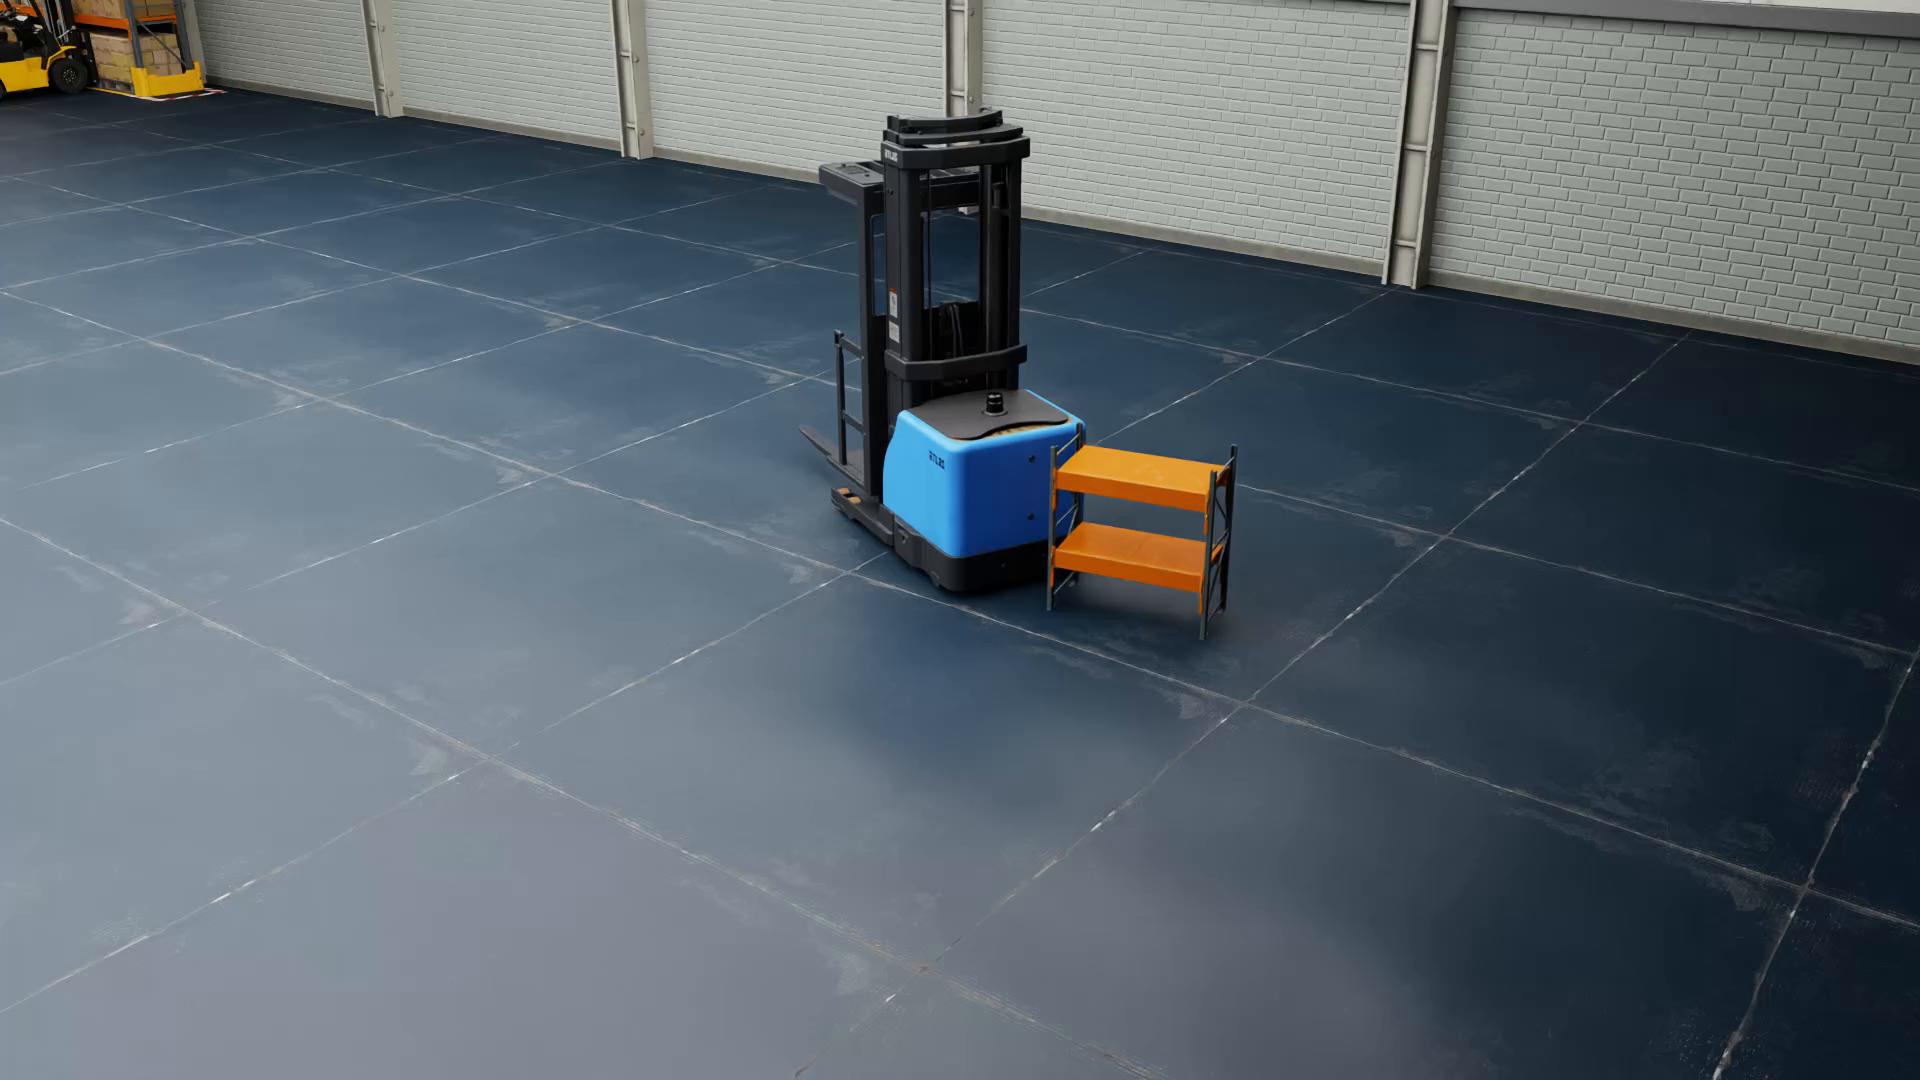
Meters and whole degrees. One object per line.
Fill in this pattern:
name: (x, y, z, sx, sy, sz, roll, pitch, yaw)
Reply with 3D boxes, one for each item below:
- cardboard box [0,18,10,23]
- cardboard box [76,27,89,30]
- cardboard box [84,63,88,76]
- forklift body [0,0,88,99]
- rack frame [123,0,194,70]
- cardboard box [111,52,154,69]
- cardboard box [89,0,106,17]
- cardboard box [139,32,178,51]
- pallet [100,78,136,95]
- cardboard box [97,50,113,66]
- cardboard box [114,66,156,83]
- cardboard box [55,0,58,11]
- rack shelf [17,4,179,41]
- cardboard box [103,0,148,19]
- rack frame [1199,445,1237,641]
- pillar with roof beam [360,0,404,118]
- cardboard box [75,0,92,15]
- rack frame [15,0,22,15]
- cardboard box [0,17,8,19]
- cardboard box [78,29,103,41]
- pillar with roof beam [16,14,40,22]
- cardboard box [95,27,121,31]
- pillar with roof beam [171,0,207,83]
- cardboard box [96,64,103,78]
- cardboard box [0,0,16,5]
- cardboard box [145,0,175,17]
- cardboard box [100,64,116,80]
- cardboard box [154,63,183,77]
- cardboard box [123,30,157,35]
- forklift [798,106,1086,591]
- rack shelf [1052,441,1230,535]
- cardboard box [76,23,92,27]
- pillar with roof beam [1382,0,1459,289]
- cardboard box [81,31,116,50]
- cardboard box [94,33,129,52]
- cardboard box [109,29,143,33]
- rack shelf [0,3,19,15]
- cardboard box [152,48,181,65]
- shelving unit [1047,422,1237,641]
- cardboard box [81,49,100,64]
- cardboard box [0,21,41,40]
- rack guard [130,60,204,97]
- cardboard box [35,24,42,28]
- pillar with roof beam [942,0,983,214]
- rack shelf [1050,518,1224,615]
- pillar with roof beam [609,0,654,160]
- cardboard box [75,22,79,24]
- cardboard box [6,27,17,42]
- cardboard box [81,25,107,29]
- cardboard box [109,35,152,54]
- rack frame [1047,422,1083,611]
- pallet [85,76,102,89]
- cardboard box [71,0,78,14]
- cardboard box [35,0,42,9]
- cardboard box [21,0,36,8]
cardboard box: (-19.202, -10.072, 33.313, 0.625, 0.625, 0.875, 15, 28, 31)
cardboard box: (-16.552, -9.402, 31.019, 0.500, 0.250, 0.500, 18, 29, 35)
cardboard box: (-16.139, -8.816, 30.929, 0.500, 0.250, 0.500, 18, 29, 35)
forklift body: (-16.969, -8.987, 29.479, 1.214, 2.155, 2.313, 17, 29, 33)
rack frame: (-14.358, -9.505, 29.603, 0.127, 3.000, 1.000, 17, 29, 33)
cardboard box: (-14.935, -8.685, 30.010, 0.500, 0.250, 0.500, 16, 29, 33)
cardboard box: (-15.319, -9.714, 29.952, 0.500, 0.500, 0.500, 18, 29, 35)
cardboard box: (-14.629, -9.074, 30.274, 0.500, 0.250, 0.500, 16, 29, 33)
pallet: (-14.995, -8.401, 30.554, 1.213, 0.211, 1.003, 17, 29, 33)
cardboard box: (-15.330, -8.810, 30.293, 0.500, 0.250, 0.500, 16, 29, 33)
cardboard box: (-14.923, -8.451, 30.099, 0.500, 0.250, 0.500, 17, 29, 34)
cardboard box: (-16.527, -10.084, 30.793, 0.500, 0.500, 0.500, 16, 29, 33)
rack shelf: (-15.958, -9.660, 30.846, 4.000, 0.370, 1.077, 17, 29, 33)
cardboard box: (-14.909, -9.585, 29.661, 0.500, 0.500, 0.500, 16, 28, 32)
rack frame: (1.603, 0.017, 10.316, 0.032, 1.125, 0.500, 10, 26, 22)
pillar with roof beam: (-12.155, -9.870, 22.990, 0.400, 9.000, 9.100, 17, 29, 33)
cardboard box: (-15.729, -9.838, 30.233, 0.500, 0.500, 0.500, 16, 29, 32)
rack frame: (-17.559, -10.473, 31.799, 0.127, 3.000, 1.000, 17, 29, 33)
cardboard box: (-19.741, -10.235, 33.683, 0.625, 0.625, 0.875, 18, 29, 35)
cardboard box: (-16.136, -9.273, 30.725, 0.500, 0.250, 0.500, 16, 28, 32)
pillar with roof beam: (-21.757, -12.772, 29.576, 0.400, 9.000, 9.100, 17, 29, 33)
cardboard box: (-15.830, -9.444, 31.114, 0.500, 0.250, 0.500, 16, 28, 32)
pillar with roof beam: (-16.956, -11.321, 26.283, 0.400, 9.000, 9.100, 17, 29, 33)
cardboard box: (-15.710, -8.698, 30.660, 0.500, 0.250, 0.500, 17, 29, 34)
cardboard box: (-18.119, -10.441, 31.914, 0.500, 0.250, 0.500, 18, 29, 34)
cardboard box: (-14.588, -9.760, 30.058, 0.500, 0.500, 0.500, 18, 29, 35)
cardboard box: (-15.315, -8.574, 30.379, 0.500, 0.250, 0.500, 17, 29, 33)
cardboard box: (-14.634, -8.621, 30.486, 0.500, 0.250, 0.500, 17, 29, 34)
cardboard box: (-15.031, -9.194, 30.545, 0.500, 0.250, 0.500, 17, 29, 33)
forklift: (-0.291, -1.565, 11.666, 1.130, 2.935, 3.031, -12, 26, -25)
rack shelf: (1.138, -0.334, 10.387, 1.000, 0.278, 0.538, 10, 26, 22)
cardboard box: (-16.634, -9.690, 31.671, 0.500, 0.250, 0.500, 16, 29, 33)
pillar with roof beam: (2.248, -5.517, 13.111, 0.400, 9.000, 9.100, 17, 29, 33)
cardboard box: (-15.735, -9.148, 30.441, 0.500, 0.250, 0.500, 17, 29, 34)
cardboard box: (-15.325, -9.029, 30.172, 0.500, 0.250, 0.500, 17, 29, 34)
cardboard box: (-15.425, -9.318, 30.828, 0.500, 0.250, 0.500, 17, 29, 33)
rack shelf: (-19.159, -10.627, 33.041, 4.000, 0.370, 1.077, 17, 29, 33)
cardboard box: (-14.609, -8.849, 30.382, 0.500, 0.250, 0.500, 17, 29, 34)
shelving unit: (1.138, -0.066, 10.505, 1.048, 1.125, 0.538, 10, 26, 22)
cardboard box: (-15.755, -8.928, 30.561, 0.500, 0.250, 0.500, 16, 28, 32)
cardboard box: (-18.599, -9.891, 32.902, 0.625, 0.625, 0.875, 16, 29, 33)
rack guard: (-14.339, -8.356, 30.094, 0.348, 0.500, 1.175, 17, 29, 33)
cardboard box: (-17.360, -9.646, 31.571, 0.500, 0.250, 0.500, 16, 29, 33)
pillar with roof beam: (-2.553, -6.968, 16.404, 0.400, 9.000, 9.100, 17, 29, 33)
rack shelf: (1.138, 0.158, 10.603, 1.000, 0.278, 0.538, 10, 26, 22)
pillar with roof beam: (-7.354, -8.419, 19.697, 0.400, 9.000, 9.100, 17, 29, 33)
cardboard box: (-17.049, -9.807, 31.938, 0.500, 0.250, 0.500, 17, 29, 34)
cardboard box: (-17.983, -9.701, 32.471, 0.625, 0.625, 0.875, 18, 30, 36)
cardboard box: (-16.238, -9.563, 31.384, 0.500, 0.250, 0.500, 17, 29, 34)
cardboard box: (-14.913, -8.908, 29.896, 0.500, 0.250, 0.500, 18, 29, 35)
rack frame: (0.673, -0.149, 10.693, 0.032, 1.125, 0.500, 10, 26, 22)
pallet: (-15.967, -8.696, 31.224, 1.213, 0.211, 1.003, 17, 29, 33)
cardboard box: (-16.138, -9.956, 30.501, 0.500, 0.500, 0.500, 17, 29, 34)
cardboard box: (-16.933, -10.206, 31.070, 0.500, 0.500, 0.500, 17, 29, 34)
cardboard box: (-17.360, -10.327, 31.344, 0.500, 0.500, 0.500, 16, 28, 32)
